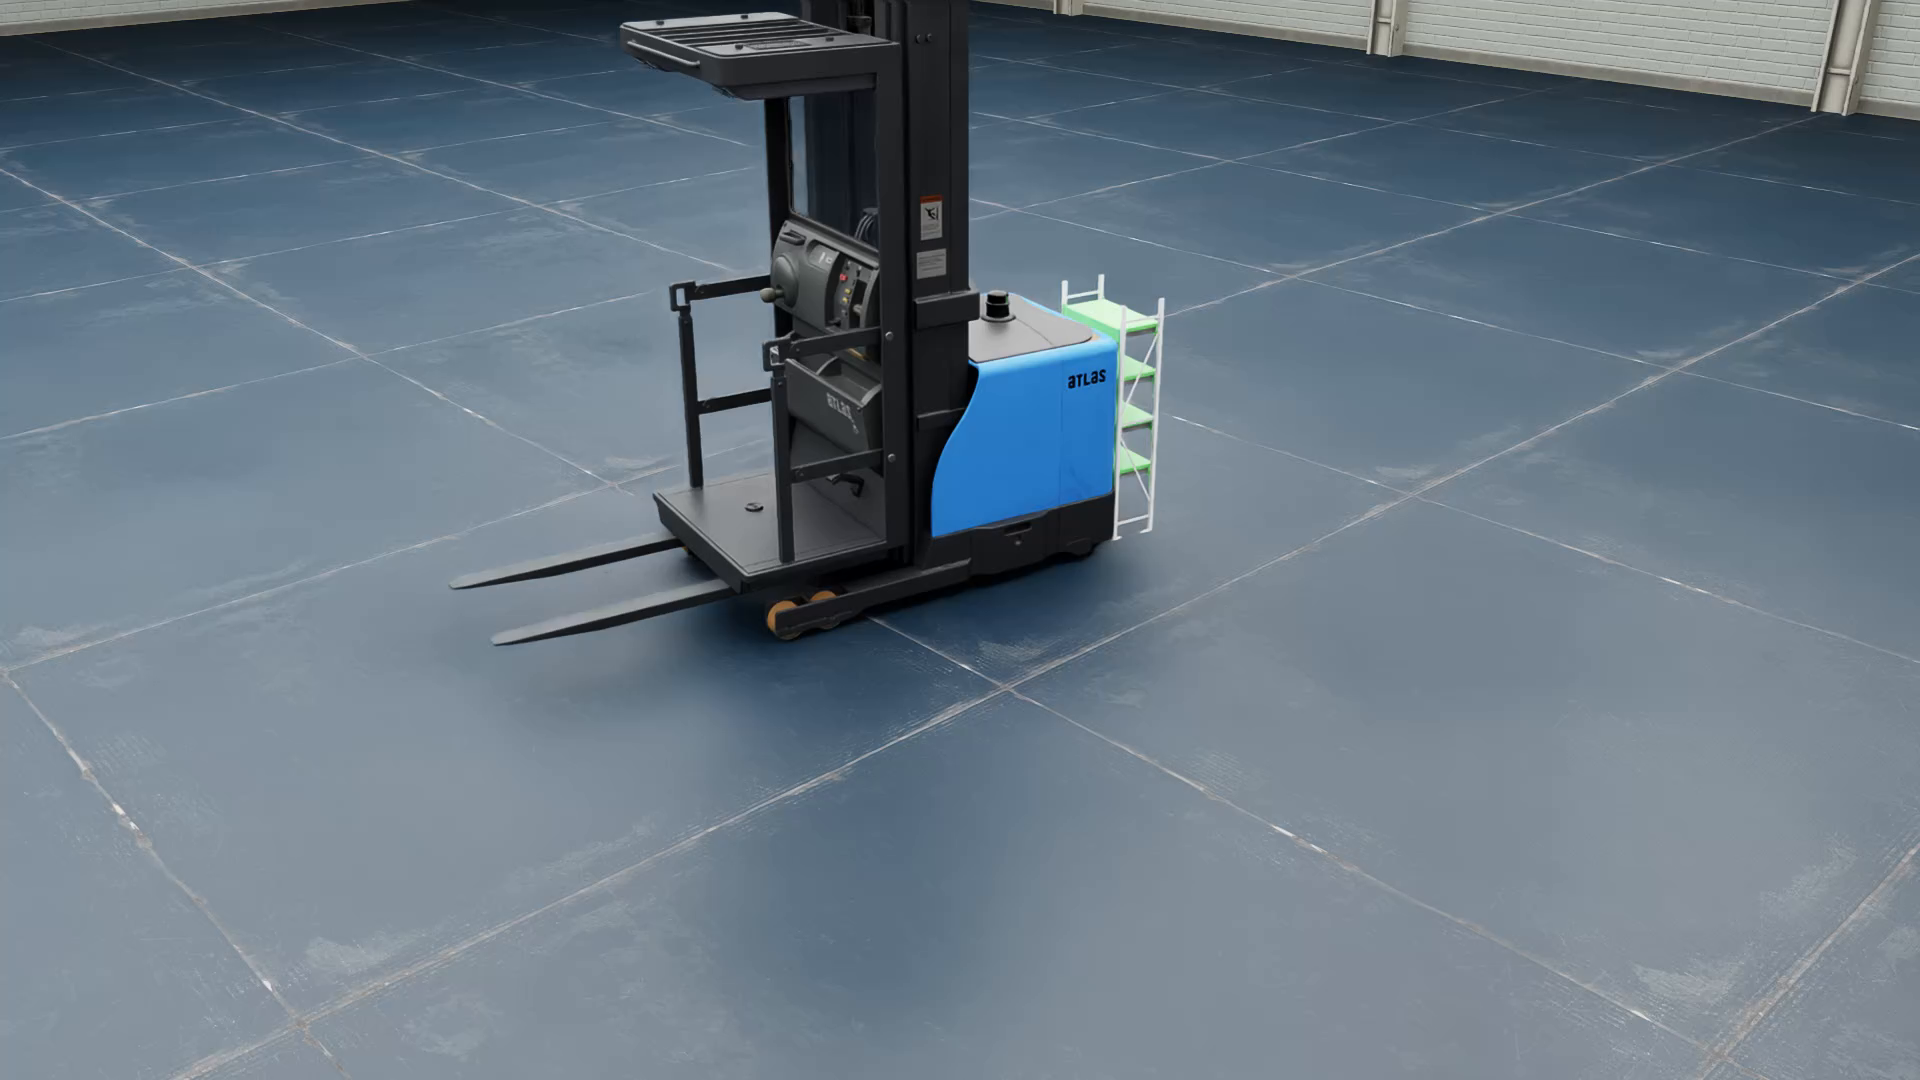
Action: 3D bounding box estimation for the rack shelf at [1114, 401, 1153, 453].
[{"bbox_3d":[0.733,-0.599,8.271,0.258,0.148,0.480,-14,28,-28],"label":"rack shelf"}]

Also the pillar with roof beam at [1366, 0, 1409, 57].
[{"bbox_3d":[2.717,-9.575,18.396,9.100,9.000,0.400,-21,32,-38],"label":"pillar with roof beam"}]

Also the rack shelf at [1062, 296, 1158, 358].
[{"bbox_3d":[0.733,-1.036,8.072,0.258,0.148,0.480,-14,28,-28],"label":"rack shelf"}]

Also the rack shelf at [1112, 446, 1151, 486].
[{"bbox_3d":[0.733,-0.381,8.371,0.258,0.148,0.480,-14,28,-28],"label":"rack shelf"}]

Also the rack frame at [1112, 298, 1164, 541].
[{"bbox_3d":[0.859,-0.570,8.055,0.240,1.200,0.015,-14,28,-28],"label":"rack frame"}]

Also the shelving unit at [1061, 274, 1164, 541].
[{"bbox_3d":[0.733,-0.657,8.245,0.258,1.200,0.503,-14,28,-28],"label":"shelving unit"}]

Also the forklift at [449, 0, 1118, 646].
[{"bbox_3d":[-0.776,-1.147,7.232,3.031,2.935,1.130,-14,28,-28],"label":"forklift"}]

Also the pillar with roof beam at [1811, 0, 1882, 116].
[{"bbox_3d":[6.818,-7.757,14.412,9.100,9.000,0.400,-21,32,-38],"label":"pillar with roof beam"}]

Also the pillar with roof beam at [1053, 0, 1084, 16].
[{"bbox_3d":[-1.384,-11.393,22.381,9.100,9.000,0.400,-21,32,-38],"label":"pillar with roof beam"}]

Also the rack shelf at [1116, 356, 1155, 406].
[{"bbox_3d":[0.733,-0.817,8.172,0.258,0.148,0.480,-14,28,-28],"label":"rack shelf"}]

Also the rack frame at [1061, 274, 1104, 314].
[{"bbox_3d":[0.607,-0.744,8.435,0.240,1.200,0.015,-14,28,-28],"label":"rack frame"}]
